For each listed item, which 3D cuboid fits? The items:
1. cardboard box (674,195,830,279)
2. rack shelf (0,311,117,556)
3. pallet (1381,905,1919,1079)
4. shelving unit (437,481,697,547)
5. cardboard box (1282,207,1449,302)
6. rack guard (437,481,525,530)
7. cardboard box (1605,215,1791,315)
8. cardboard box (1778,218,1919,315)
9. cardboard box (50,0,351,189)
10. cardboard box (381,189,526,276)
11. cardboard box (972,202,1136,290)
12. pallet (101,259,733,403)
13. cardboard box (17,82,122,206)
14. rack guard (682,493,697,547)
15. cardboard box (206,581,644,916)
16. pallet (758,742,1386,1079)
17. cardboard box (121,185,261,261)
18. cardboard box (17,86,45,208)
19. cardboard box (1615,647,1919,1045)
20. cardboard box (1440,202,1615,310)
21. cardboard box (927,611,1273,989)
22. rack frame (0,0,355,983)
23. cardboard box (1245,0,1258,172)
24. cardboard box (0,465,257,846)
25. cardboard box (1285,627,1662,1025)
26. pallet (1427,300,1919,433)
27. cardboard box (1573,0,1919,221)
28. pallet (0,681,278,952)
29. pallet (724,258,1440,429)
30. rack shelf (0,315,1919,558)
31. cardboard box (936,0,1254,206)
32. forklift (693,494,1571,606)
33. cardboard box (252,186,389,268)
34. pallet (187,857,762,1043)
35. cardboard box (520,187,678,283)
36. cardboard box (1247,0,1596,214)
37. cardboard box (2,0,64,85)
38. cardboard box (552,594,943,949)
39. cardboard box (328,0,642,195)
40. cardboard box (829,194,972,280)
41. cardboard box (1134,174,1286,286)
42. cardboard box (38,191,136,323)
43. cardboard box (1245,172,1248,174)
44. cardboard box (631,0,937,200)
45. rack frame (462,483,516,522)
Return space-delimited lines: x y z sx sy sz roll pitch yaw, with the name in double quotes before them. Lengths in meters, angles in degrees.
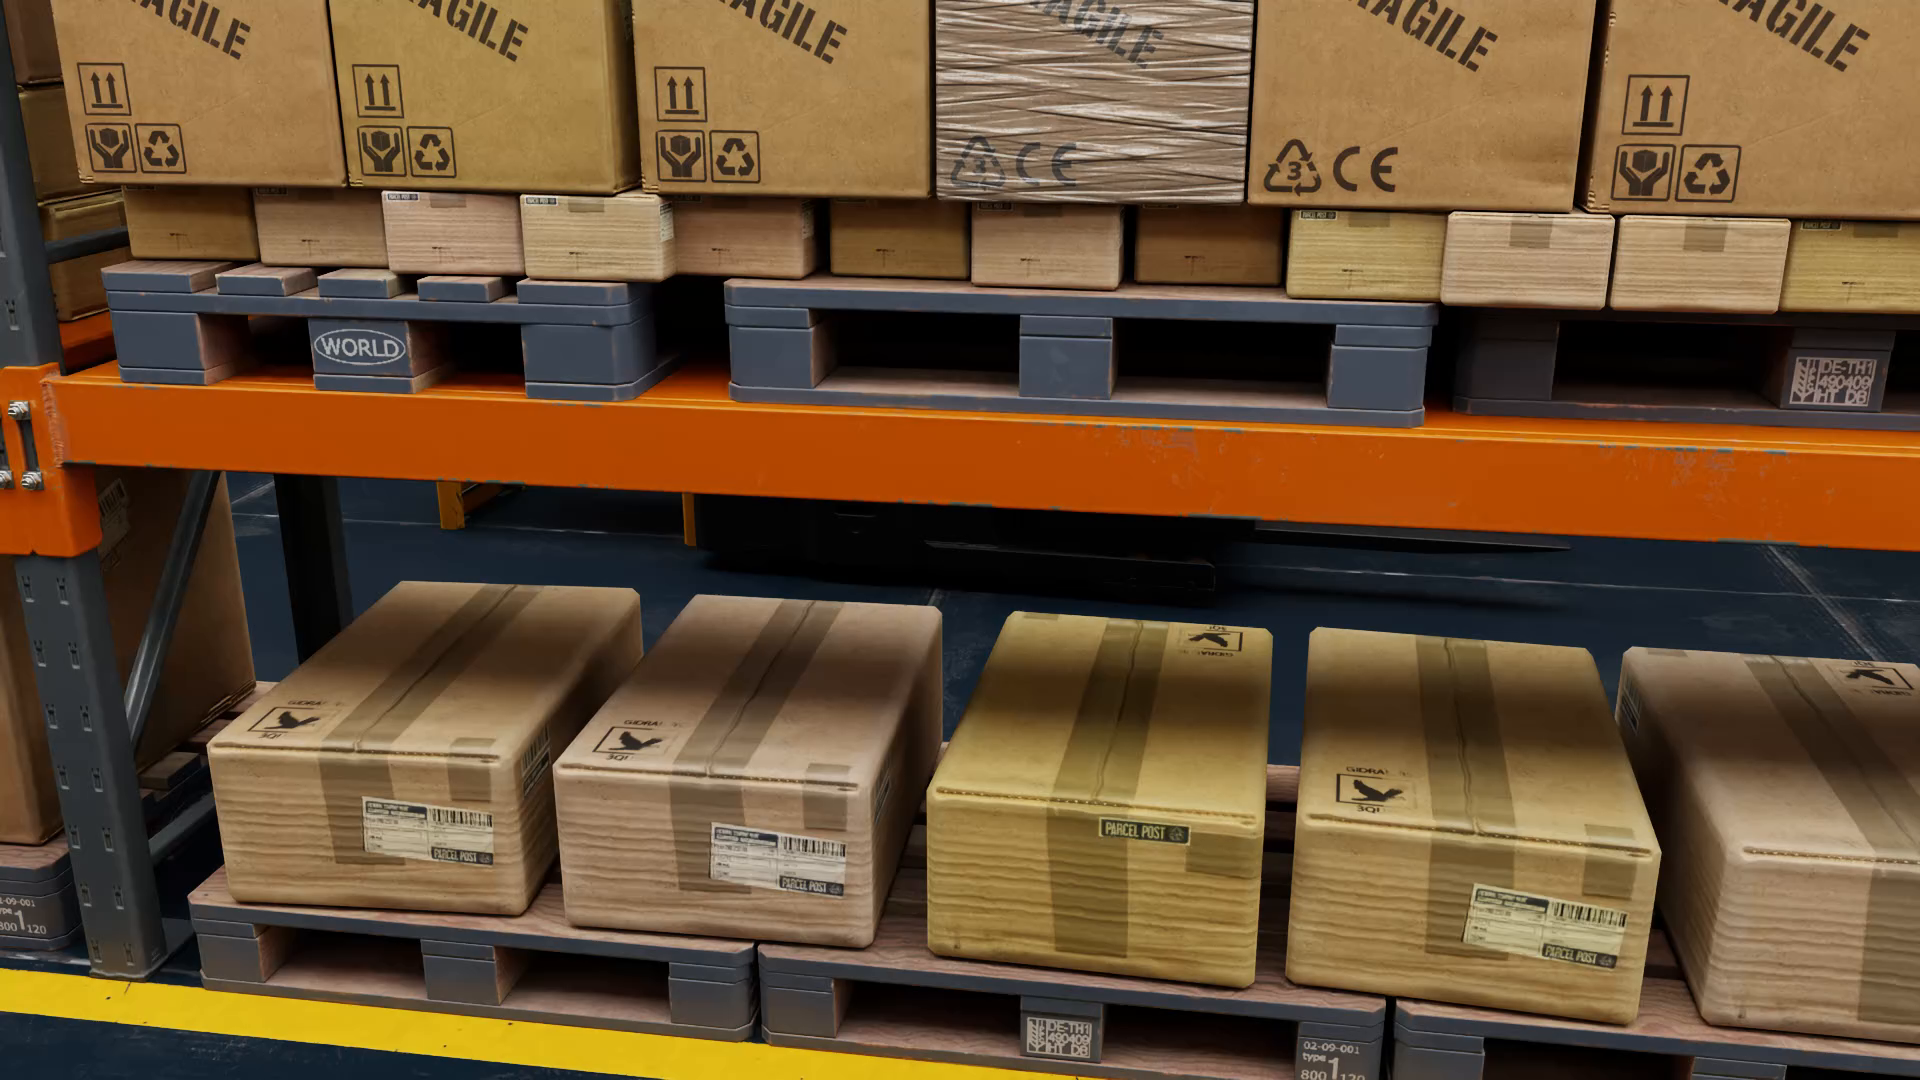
"cardboard box" -0.355 -0.591 3.077 0.250 0.149 0.380 4 19 12
"rack shelf" -3.677 -0.406 3.924 4.000 0.370 1.077 3 19 9
"pallet" 1.478 0.838 3.465 1.213 0.211 1.003 3 19 9
"shelving unit" -1.426 -0.810 6.360 1.083 1.500 0.587 4 19 11
"cardboard box" 0.690 -0.521 2.866 0.250 0.149 0.380 3 19 9
"rack guard" -1.913 -0.249 6.655 0.087 0.250 0.587 4 19 11
"cardboard box" 1.178 -0.485 2.761 0.250 0.149 0.380 3 19 8
"cardboard box" 1.438 -0.484 2.756 0.250 0.149 0.380 2 19 7
"cardboard box" -1.295 -0.939 3.095 0.500 0.500 0.500 2 19 7
"cardboard box" -0.874 -0.599 3.101 0.250 0.149 0.380 2 19 5
"cardboard box" 0.177 -0.556 2.971 0.250 0.149 0.380 4 19 10
"pallet" -0.982 -0.553 3.532 1.003 0.211 1.213 3 19 9
"cardboard box" -2.163 -0.916 3.761 0.500 0.250 0.500 3 19 8
"rack guard" -0.938 -0.185 6.463 0.087 0.250 0.587 4 19 11
"cardboard box" -1.146 0.432 3.765 0.625 0.372 0.950 2 19 5
"pallet" 0.270 0.778 3.647 1.213 0.211 1.003 3 19 9
"cardboard box" -1.411 -0.652 3.259 0.250 0.149 0.380 2 19 5
"cardboard box" -2.221 -0.758 3.288 0.500 0.250 0.500 3 19 8
"cardboard box" 1.729 0.576 3.334 0.625 0.372 0.950 3 19 9
"cardboard box" 0.925 -0.497 2.796 0.250 0.149 0.380 3 19 9
"cardboard box" 0.332 0.506 3.542 0.625 0.372 0.950 4 19 10
"rack frame" -1.702 -0.647 3.509 0.127 3.000 1.000 3 19 9
"cardboard box" 0.340 -1.023 3.346 0.500 0.500 0.500 2 19 6
"cardboard box" -2.371 0.101 3.961 0.875 0.875 0.875 3 19 8
"cardboard box" 1.019 0.541 3.439 0.625 0.372 0.950 4 19 12
"pallet" 1.516 -0.439 3.189 1.213 0.211 1.003 3 19 9
"cardboard box" 1.265 -0.809 2.705 0.500 0.500 0.500 3 19 9
"pallet" -2.469 0.612 4.140 1.213 0.211 1.003 3 19 9
"pallet" 0.259 -0.469 3.280 1.213 0.211 1.003 3 19 9
"rack shelf" 0.272 -0.205 3.322 4.000 0.370 1.077 3 19 9
"cardboard box" 0.239 -0.863 2.867 0.500 0.500 0.500 2 19 7
"forklift" 0.612 -1.350 5.719 3.031 2.935 1.130 4 19 11
"cardboard box" -1.137 -0.627 3.185 0.250 0.149 0.380 2 19 5
"pallet" -0.931 0.715 3.832 1.213 0.211 1.003 3 19 9
"cardboard box" -0.606 -0.579 3.040 0.250 0.149 0.380 3 19 9
"cardboard box" 0.756 -0.837 2.789 0.500 0.500 0.500 4 19 11
"cardboard box" -2.150 -1.270 3.637 0.500 0.500 0.500 2 19 7
"cardboard box" -0.416 0.466 3.661 0.625 0.372 0.950 3 19 8
"cardboard box" -0.779 -0.915 3.023 0.500 0.500 0.500 4 19 11
"cardboard box" -0.070 -0.589 3.071 0.250 0.149 0.380 4 19 11
"cardboard box" 0.447 -0.566 3.002 0.250 0.149 0.380 2 19 7
"cardboard box" -2.145 -0.679 3.842 0.500 0.250 0.500 3 19 8
"cardboard box" 0.469 -0.727 3.481 0.250 0.149 0.380 4 19 11
"cardboard box" -0.254 -0.891 2.949 0.500 0.500 0.500 3 19 10
"rack frame" -1.914 -0.842 6.456 0.032 1.500 0.500 4 19 11
